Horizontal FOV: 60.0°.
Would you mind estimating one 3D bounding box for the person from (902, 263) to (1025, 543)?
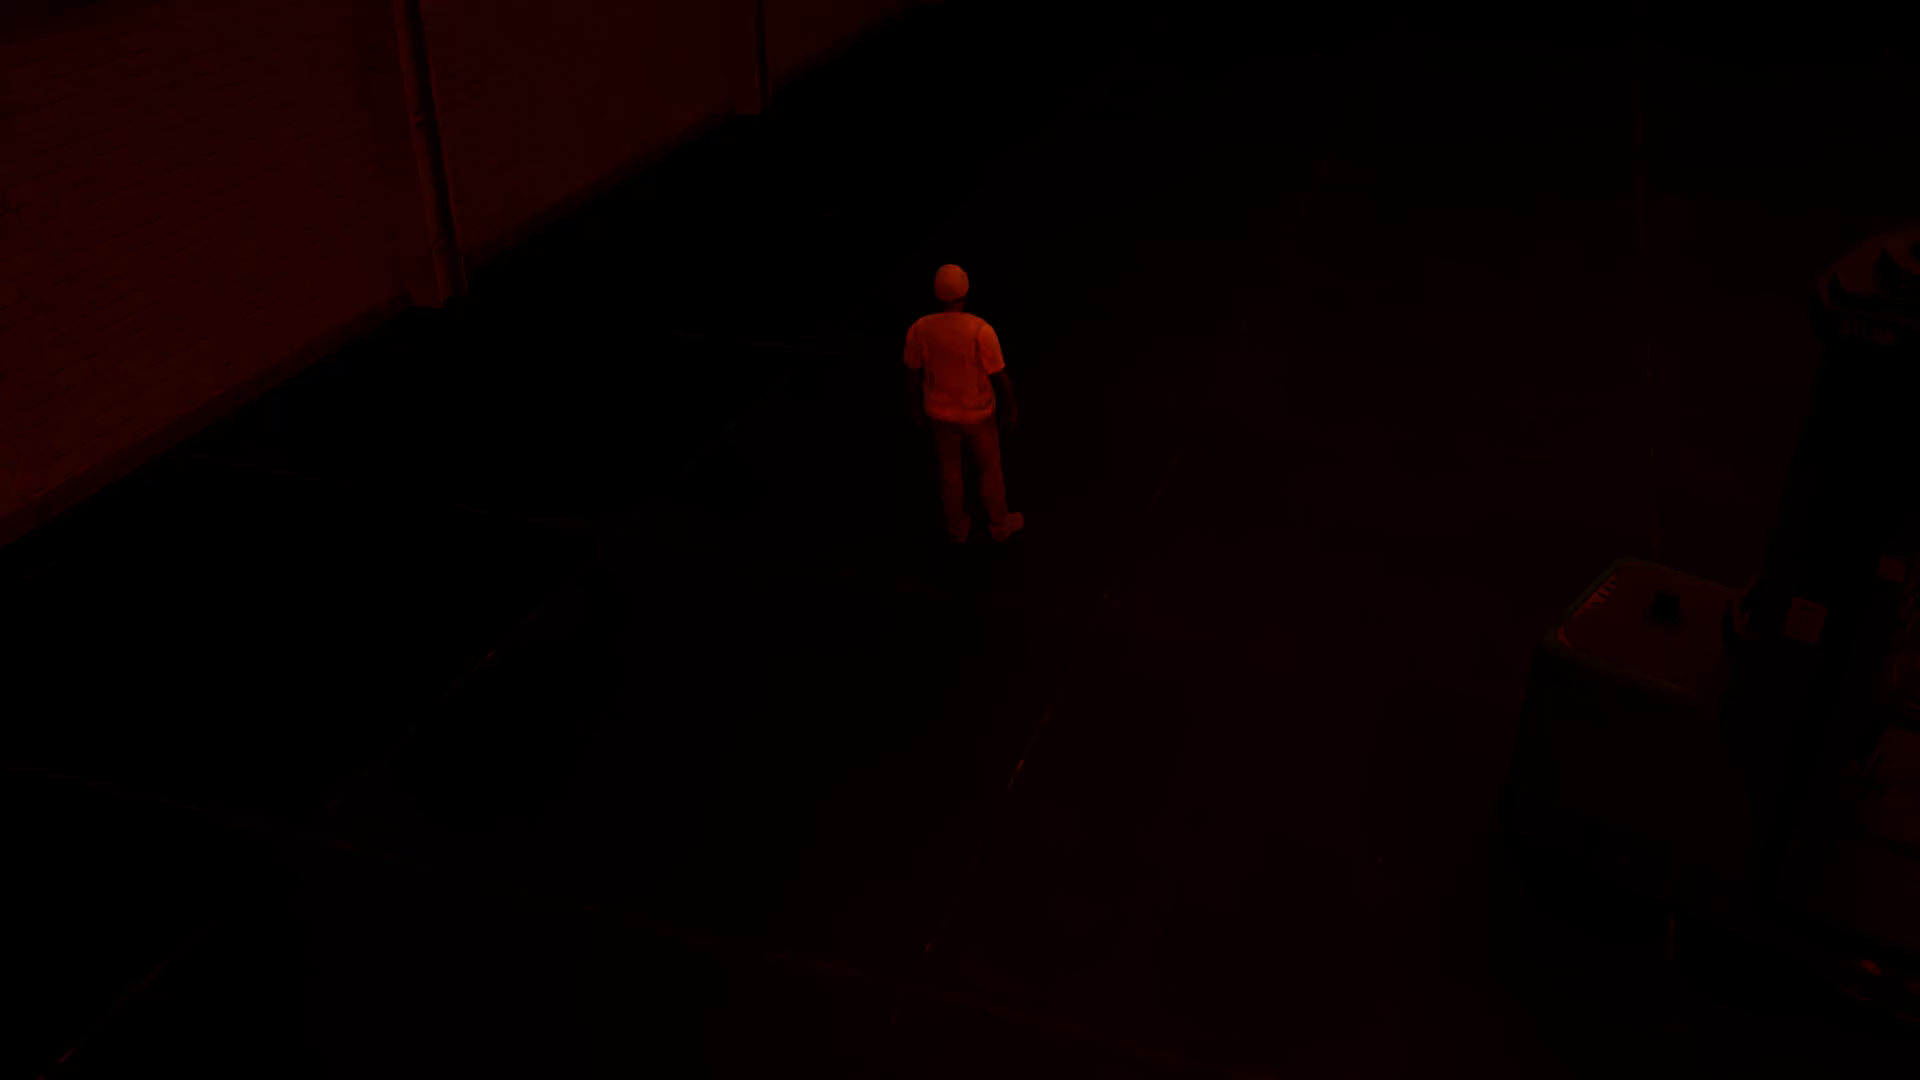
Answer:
[{"bbox_3d":[0.028,-0.805,9.711,0.665,1.766,0.576,10,31,16],"label":"person"}]

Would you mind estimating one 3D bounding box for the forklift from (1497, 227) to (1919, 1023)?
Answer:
[{"bbox_3d":[3.938,0.369,6.488,3.031,2.935,1.130,23,37,34],"label":"forklift"}]
